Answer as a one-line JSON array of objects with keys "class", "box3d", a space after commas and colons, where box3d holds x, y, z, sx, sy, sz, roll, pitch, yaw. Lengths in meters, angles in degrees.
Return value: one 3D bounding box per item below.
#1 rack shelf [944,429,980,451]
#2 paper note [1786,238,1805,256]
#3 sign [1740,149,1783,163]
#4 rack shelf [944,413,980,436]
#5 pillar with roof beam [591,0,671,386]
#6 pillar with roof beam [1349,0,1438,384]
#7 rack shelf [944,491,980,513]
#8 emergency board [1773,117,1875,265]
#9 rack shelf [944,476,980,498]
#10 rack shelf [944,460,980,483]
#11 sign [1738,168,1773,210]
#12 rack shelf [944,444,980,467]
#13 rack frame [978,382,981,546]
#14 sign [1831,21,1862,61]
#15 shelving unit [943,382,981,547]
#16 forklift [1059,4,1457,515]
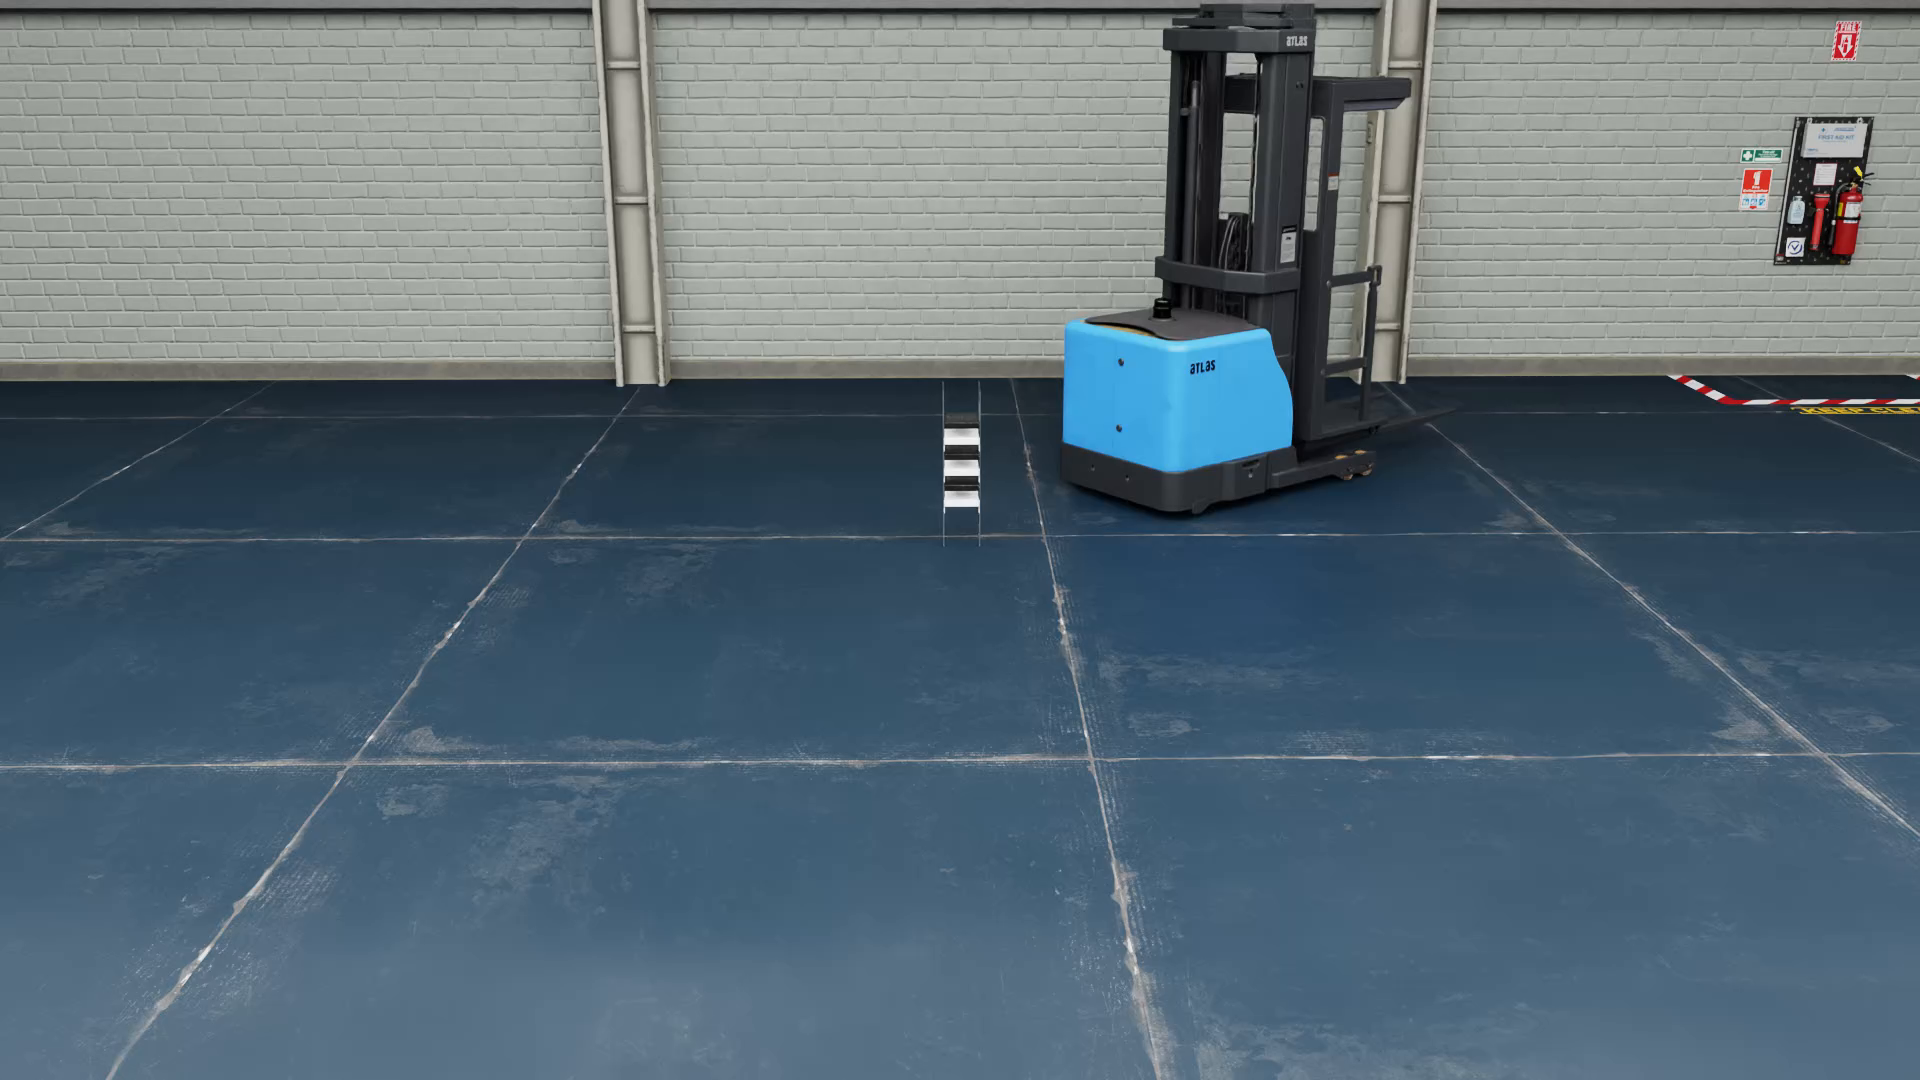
[{"class": "rack shelf", "box3d": [0.008, -0.568, 9.365, 0.200, 0.077, 0.258, 0, 18, -1]}, {"class": "paper note", "box3d": [6.772, -2.374, 13.480, 0.142, 0.148, 0.016, 0, 18, -1]}, {"class": "sign", "box3d": [6.400, -3.069, 13.277, 0.331, 0.109, 0.001, 0, 18, -1]}, {"class": "rack shelf", "box3d": [0.008, -0.654, 9.338, 0.200, 0.077, 0.258, 0, 18, -1]}, {"class": "pillar with roof beam", "box3d": [-2.509, -4.258, 8.088, 0.400, 9.000, 9.100, 0, 18, -1]}, {"class": "pillar with roof beam", "box3d": [3.490, -4.286, 8.178, 0.400, 9.000, 9.100, 0, 18, -1]}, {"class": "rack shelf", "box3d": [0.008, -0.225, 9.475, 0.200, 0.077, 0.258, 0, 18, -1]}, {"class": "emergency board", "box3d": [6.950, -2.773, 13.282, 0.643, 1.169, 0.194, 0, 18, -1]}, {"class": "rack shelf", "box3d": [0.008, -0.311, 9.448, 0.200, 0.077, 0.258, 0, 18, -1]}, {"class": "rack shelf", "box3d": [0.008, -0.397, 9.420, 0.200, 0.077, 0.258, 0, 18, -1]}, {"class": "sign", "box3d": [6.396, -2.819, 13.367, 0.234, 0.329, 0.001, 0, 18, -1]}, {"class": "rack shelf", "box3d": [0.008, -0.482, 9.393, 0.200, 0.077, 0.258, 0, 18, -1]}, {"class": "rack frame", "box3d": [0.110, -0.429, 9.412, 0.006, 0.900, 0.240, 0, 18, -1]}, {"class": "sign", "box3d": [6.941, -3.908, 13.023, 0.199, 0.298, 0.001, 0, 18, -1]}, {"class": "shelving unit", "box3d": [0.008, -0.429, 9.410, 0.210, 0.900, 0.258, 0, 18, -1]}, {"class": "forklift", "box3d": [2.099, -1.893, 10.649, 3.031, 2.935, 1.130, -14, 22, -36]}]
